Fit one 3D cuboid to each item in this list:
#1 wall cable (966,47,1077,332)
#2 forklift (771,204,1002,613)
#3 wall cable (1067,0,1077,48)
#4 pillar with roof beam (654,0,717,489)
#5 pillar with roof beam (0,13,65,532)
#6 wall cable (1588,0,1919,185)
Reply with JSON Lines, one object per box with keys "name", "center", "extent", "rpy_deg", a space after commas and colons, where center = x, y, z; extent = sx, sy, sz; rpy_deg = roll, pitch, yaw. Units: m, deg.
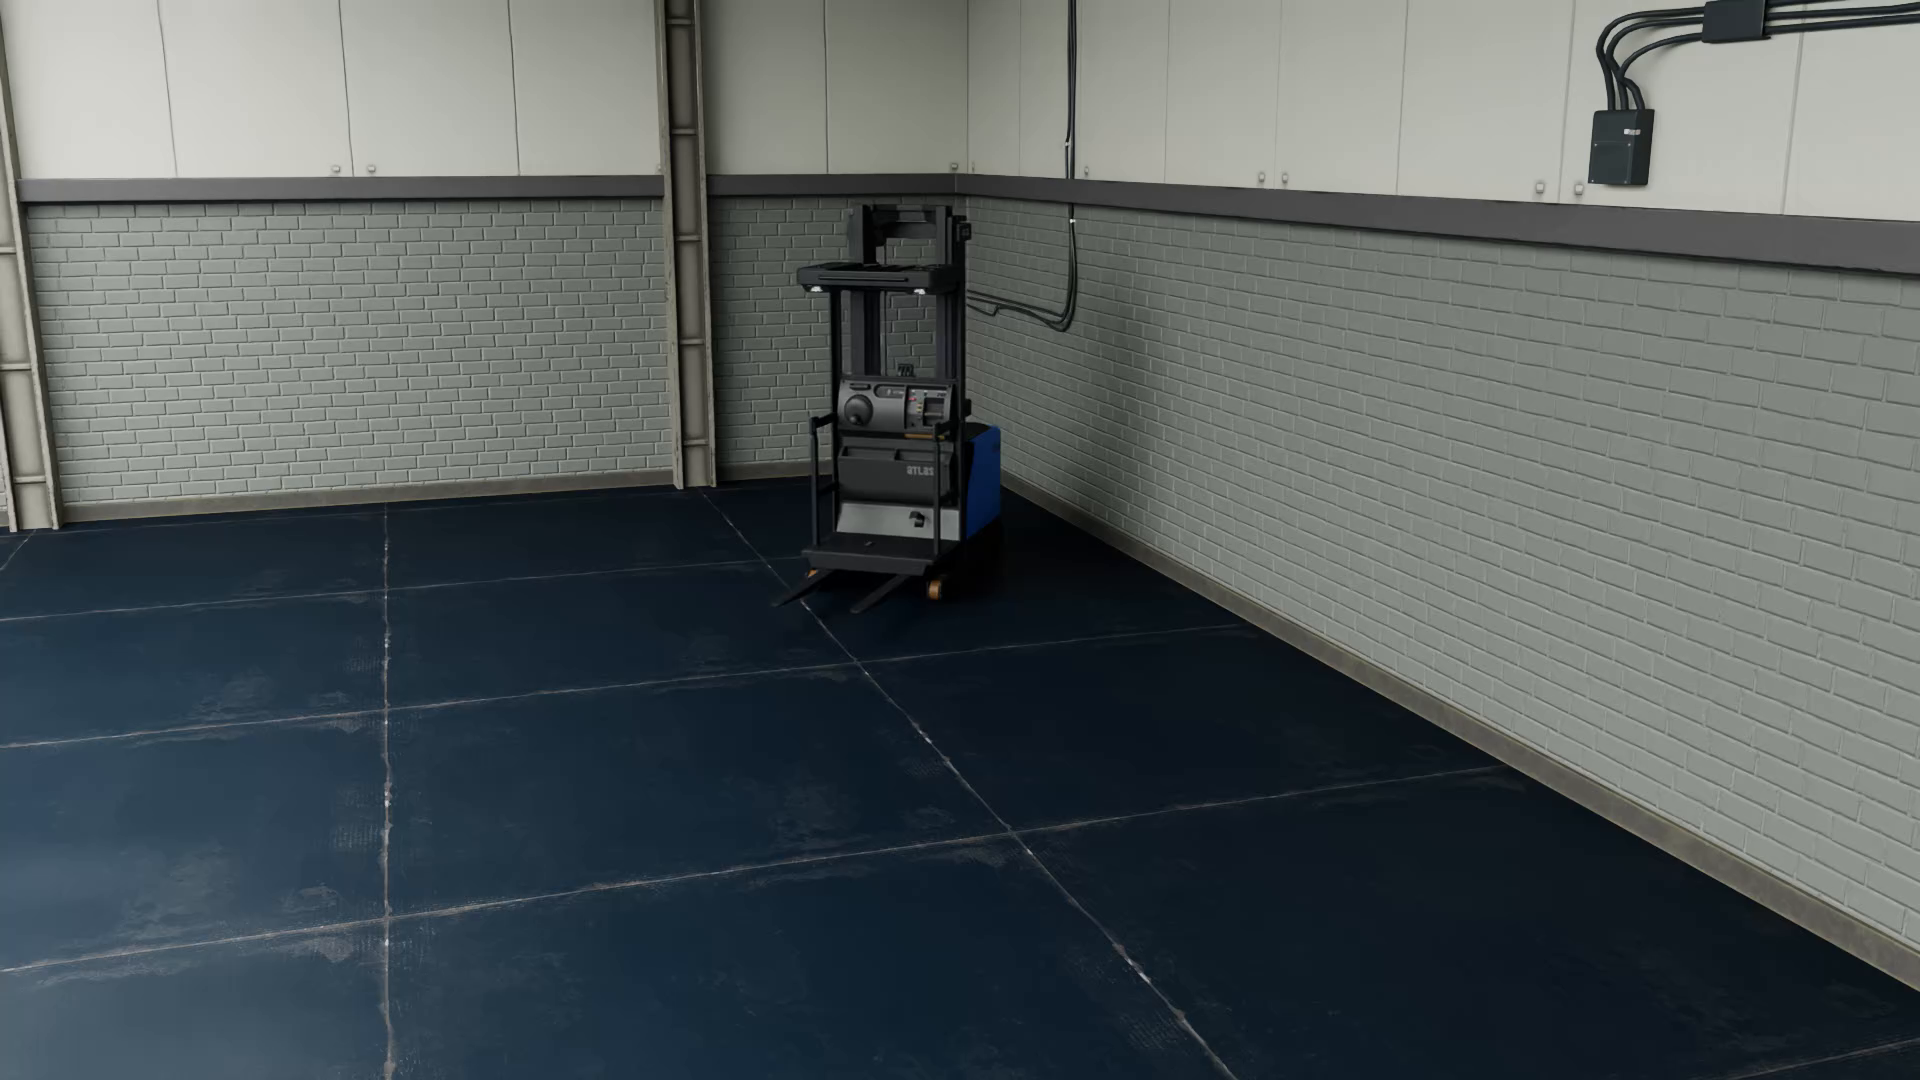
{"name": "wall cable", "center": [0.504, -3.357, 16.019], "extent": [0.112, 2.526, 3.097], "rpy_deg": [-4, 14, -18]}
{"name": "forklift", "center": [-0.567, -1.064, 12.781], "extent": [1.130, 2.935, 3.031], "rpy_deg": [4, 14, 17]}
{"name": "wall cable", "center": [1.367, -5.221, 12.940], "extent": [0.112, 2.526, 3.097], "rpy_deg": [-4, 14, -18]}
{"name": "pillar with roof beam", "center": [-1.337, -3.996, 11.996], "extent": [0.400, 9.000, 9.100], "rpy_deg": [-4, 14, -18]}
{"name": "pillar with roof beam", "center": [-7.024, -3.553, 10.134], "extent": [0.400, 9.000, 9.100], "rpy_deg": [-4, 14, -18]}
{"name": "wall cable", "center": [3.517, -4.439, 6.508], "extent": [0.169, 6.003, 2.305], "rpy_deg": [-4, 14, -18]}
